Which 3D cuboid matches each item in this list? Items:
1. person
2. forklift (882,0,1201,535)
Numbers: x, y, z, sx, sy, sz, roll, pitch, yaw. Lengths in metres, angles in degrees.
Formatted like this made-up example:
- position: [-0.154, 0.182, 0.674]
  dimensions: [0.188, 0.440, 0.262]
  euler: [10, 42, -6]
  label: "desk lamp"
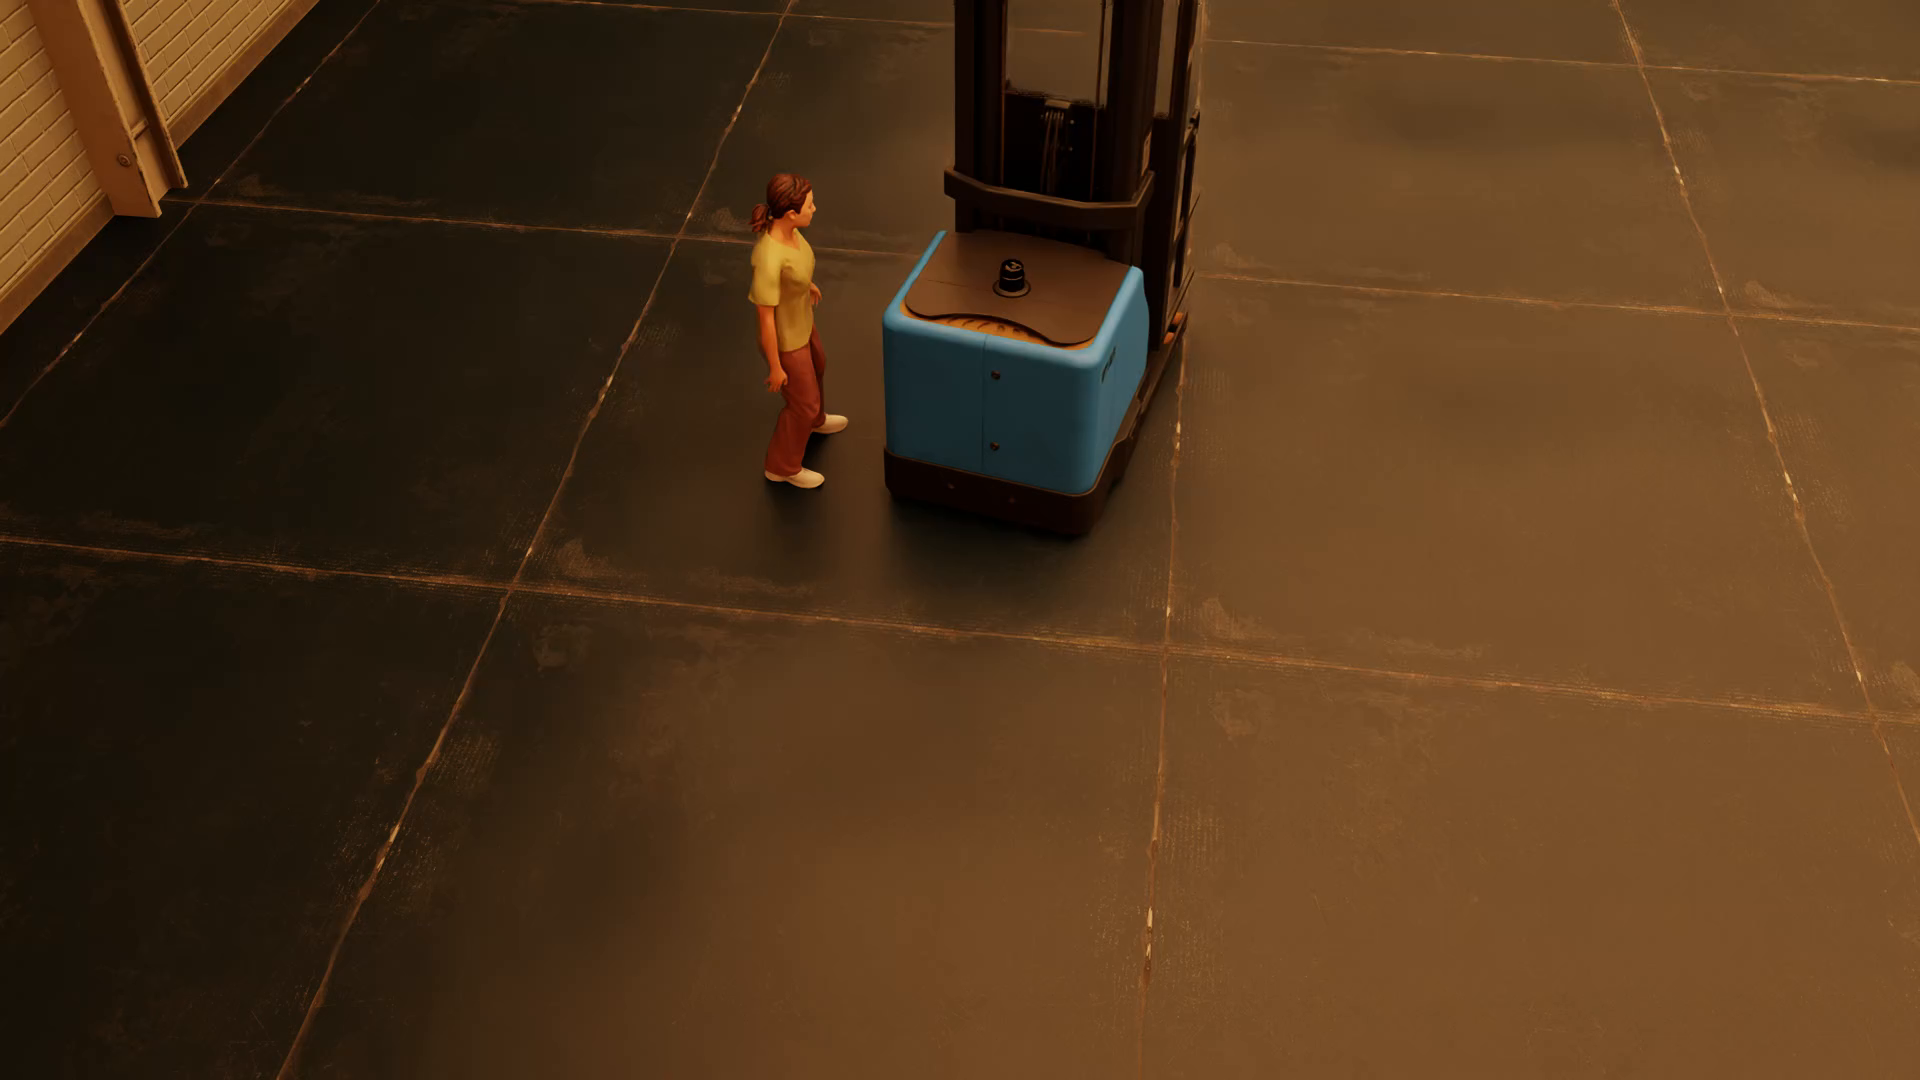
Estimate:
- position: [-0.771, -0.978, 7.738]
  dimensions: [0.387, 1.650, 0.704]
  euler: [1, 43, 1]
  label: "person"
- position: [0.602, -2.115, 8.027]
  dimensions: [1.130, 2.935, 3.031]
  euler: [13, 44, 14]
  label: "forklift"
